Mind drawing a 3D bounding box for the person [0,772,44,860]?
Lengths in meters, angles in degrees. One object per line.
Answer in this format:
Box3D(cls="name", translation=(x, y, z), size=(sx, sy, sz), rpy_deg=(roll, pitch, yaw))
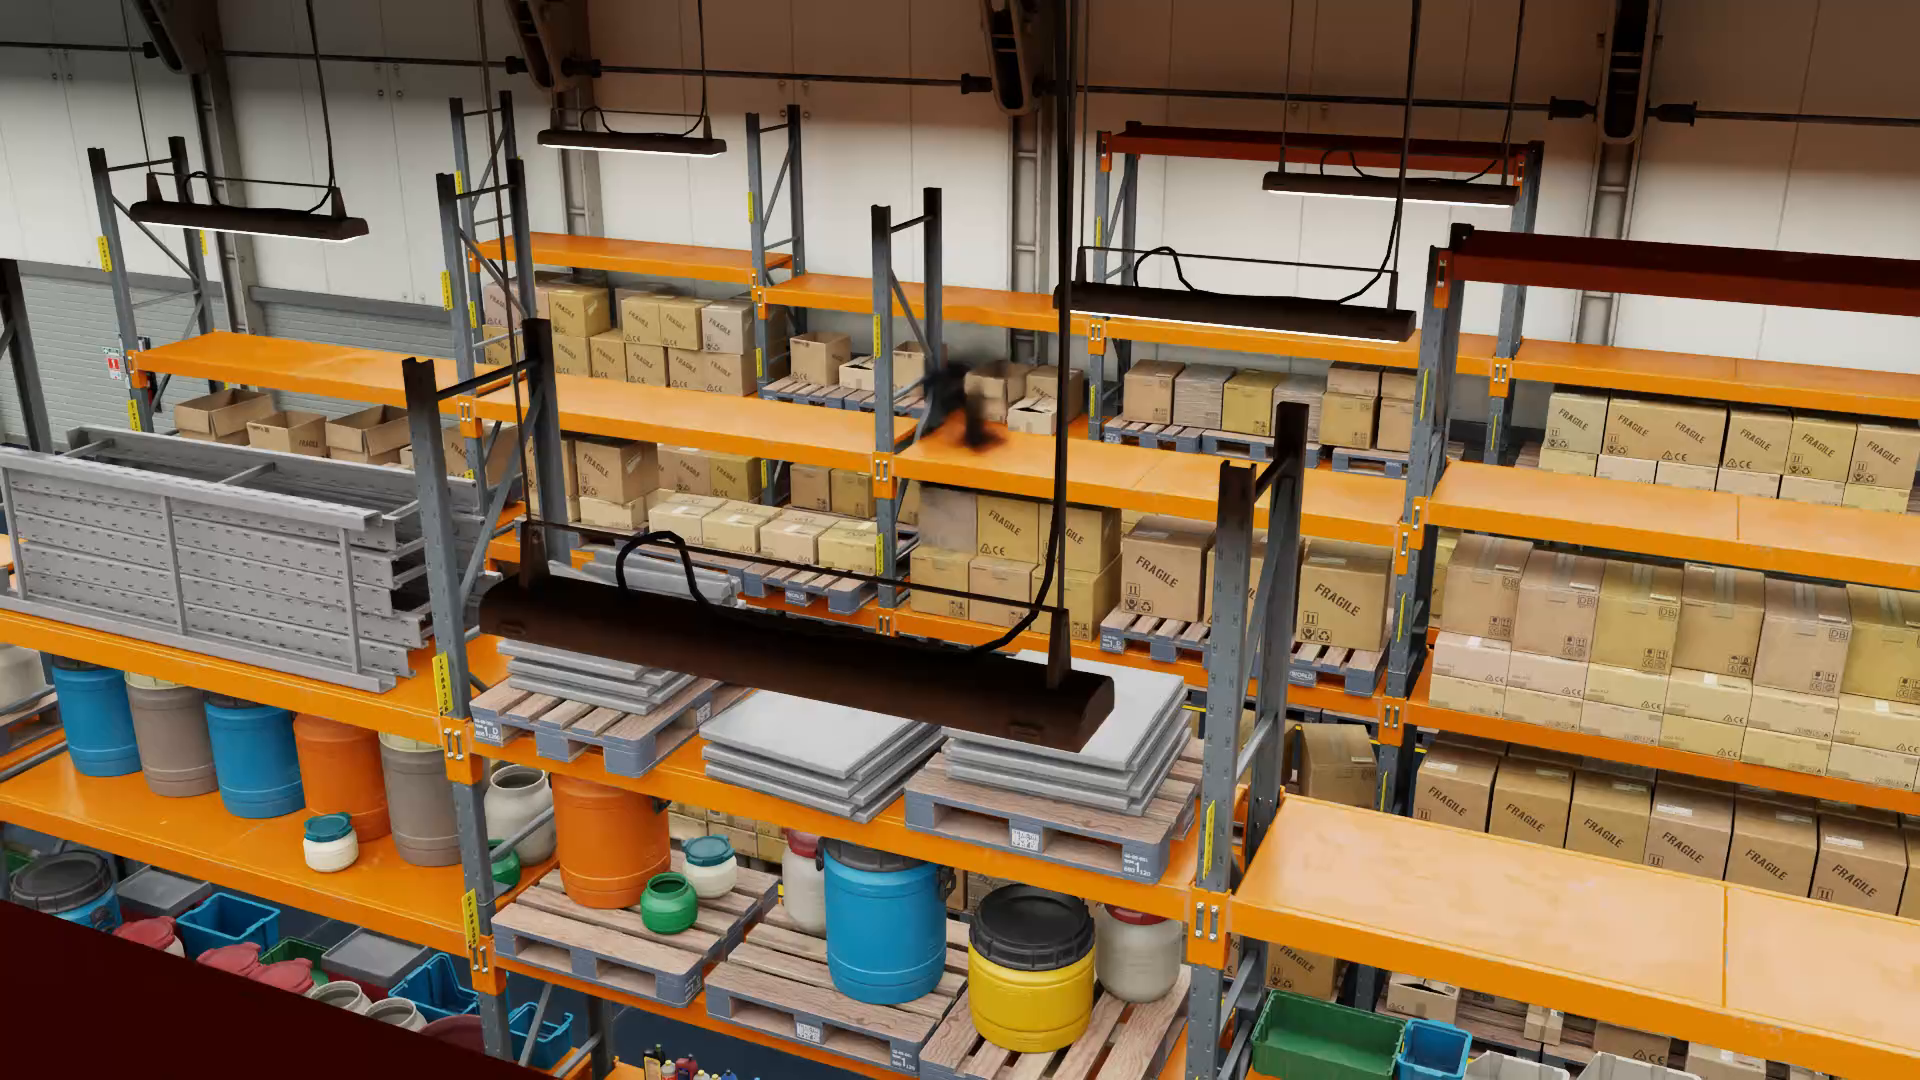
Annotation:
Box3D(cls="person", translation=(-8.237, 2.313, 14.096), size=(0.640, 1.737, 0.709), rpy_deg=(3, 21, 9))
